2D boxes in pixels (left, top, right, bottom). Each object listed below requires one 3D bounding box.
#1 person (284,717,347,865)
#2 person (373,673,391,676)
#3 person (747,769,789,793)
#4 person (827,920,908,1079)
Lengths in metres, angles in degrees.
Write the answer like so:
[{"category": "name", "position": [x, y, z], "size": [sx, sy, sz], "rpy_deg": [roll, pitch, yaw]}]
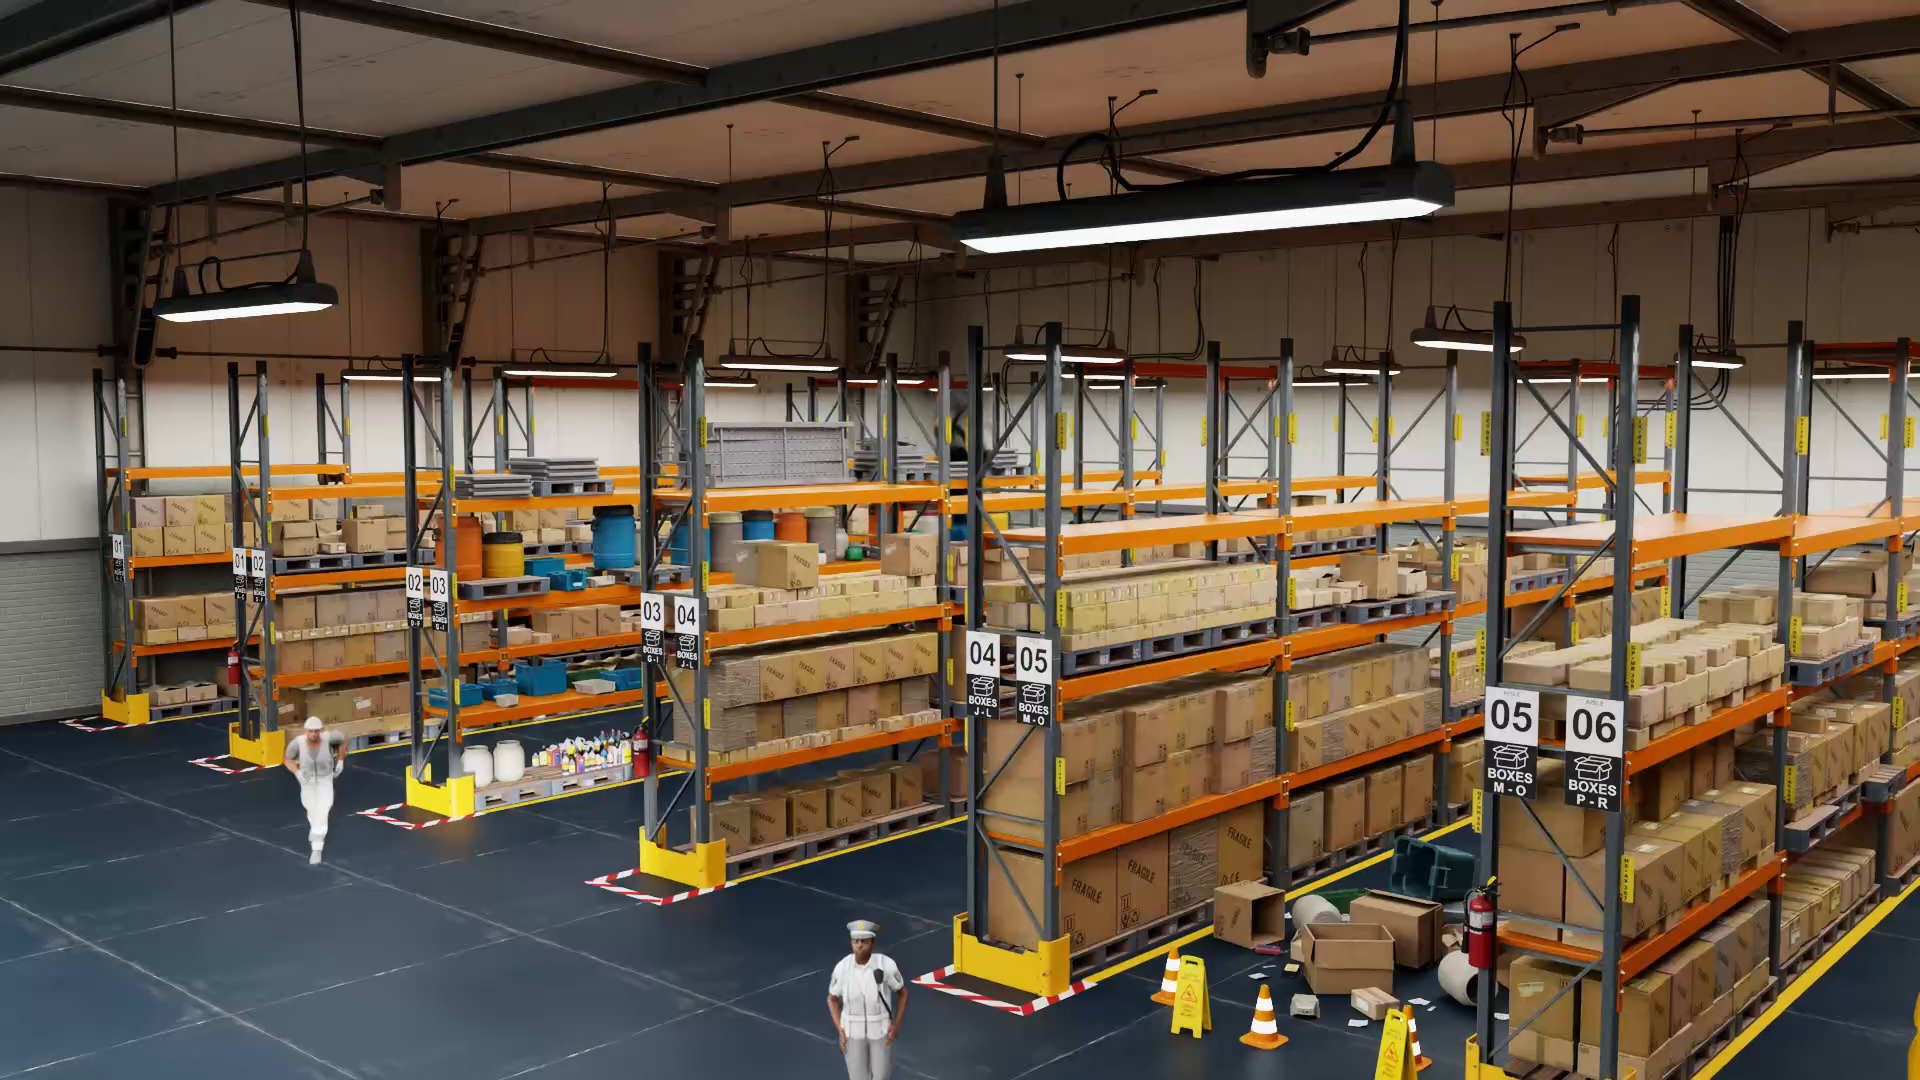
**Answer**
[{"category": "person", "position": [-7.614, 2.885, 19.667], "size": [0.697, 1.730, 1.060], "rpy_deg": [-2, 5, -23]}, {"category": "person", "position": [-9.966, 2.164, 28.692], "size": [0.699, 1.820, 0.875], "rpy_deg": [3, 5, 38]}, {"category": "person", "position": [-2.579, 2.677, 21.960], "size": [0.703, 1.812, 0.756], "rpy_deg": [4, 6, 44]}, {"category": "person", "position": [-0.656, 3.479, 11.758], "size": [0.575, 1.674, 0.533], "rpy_deg": [0, 4, 0]}]
